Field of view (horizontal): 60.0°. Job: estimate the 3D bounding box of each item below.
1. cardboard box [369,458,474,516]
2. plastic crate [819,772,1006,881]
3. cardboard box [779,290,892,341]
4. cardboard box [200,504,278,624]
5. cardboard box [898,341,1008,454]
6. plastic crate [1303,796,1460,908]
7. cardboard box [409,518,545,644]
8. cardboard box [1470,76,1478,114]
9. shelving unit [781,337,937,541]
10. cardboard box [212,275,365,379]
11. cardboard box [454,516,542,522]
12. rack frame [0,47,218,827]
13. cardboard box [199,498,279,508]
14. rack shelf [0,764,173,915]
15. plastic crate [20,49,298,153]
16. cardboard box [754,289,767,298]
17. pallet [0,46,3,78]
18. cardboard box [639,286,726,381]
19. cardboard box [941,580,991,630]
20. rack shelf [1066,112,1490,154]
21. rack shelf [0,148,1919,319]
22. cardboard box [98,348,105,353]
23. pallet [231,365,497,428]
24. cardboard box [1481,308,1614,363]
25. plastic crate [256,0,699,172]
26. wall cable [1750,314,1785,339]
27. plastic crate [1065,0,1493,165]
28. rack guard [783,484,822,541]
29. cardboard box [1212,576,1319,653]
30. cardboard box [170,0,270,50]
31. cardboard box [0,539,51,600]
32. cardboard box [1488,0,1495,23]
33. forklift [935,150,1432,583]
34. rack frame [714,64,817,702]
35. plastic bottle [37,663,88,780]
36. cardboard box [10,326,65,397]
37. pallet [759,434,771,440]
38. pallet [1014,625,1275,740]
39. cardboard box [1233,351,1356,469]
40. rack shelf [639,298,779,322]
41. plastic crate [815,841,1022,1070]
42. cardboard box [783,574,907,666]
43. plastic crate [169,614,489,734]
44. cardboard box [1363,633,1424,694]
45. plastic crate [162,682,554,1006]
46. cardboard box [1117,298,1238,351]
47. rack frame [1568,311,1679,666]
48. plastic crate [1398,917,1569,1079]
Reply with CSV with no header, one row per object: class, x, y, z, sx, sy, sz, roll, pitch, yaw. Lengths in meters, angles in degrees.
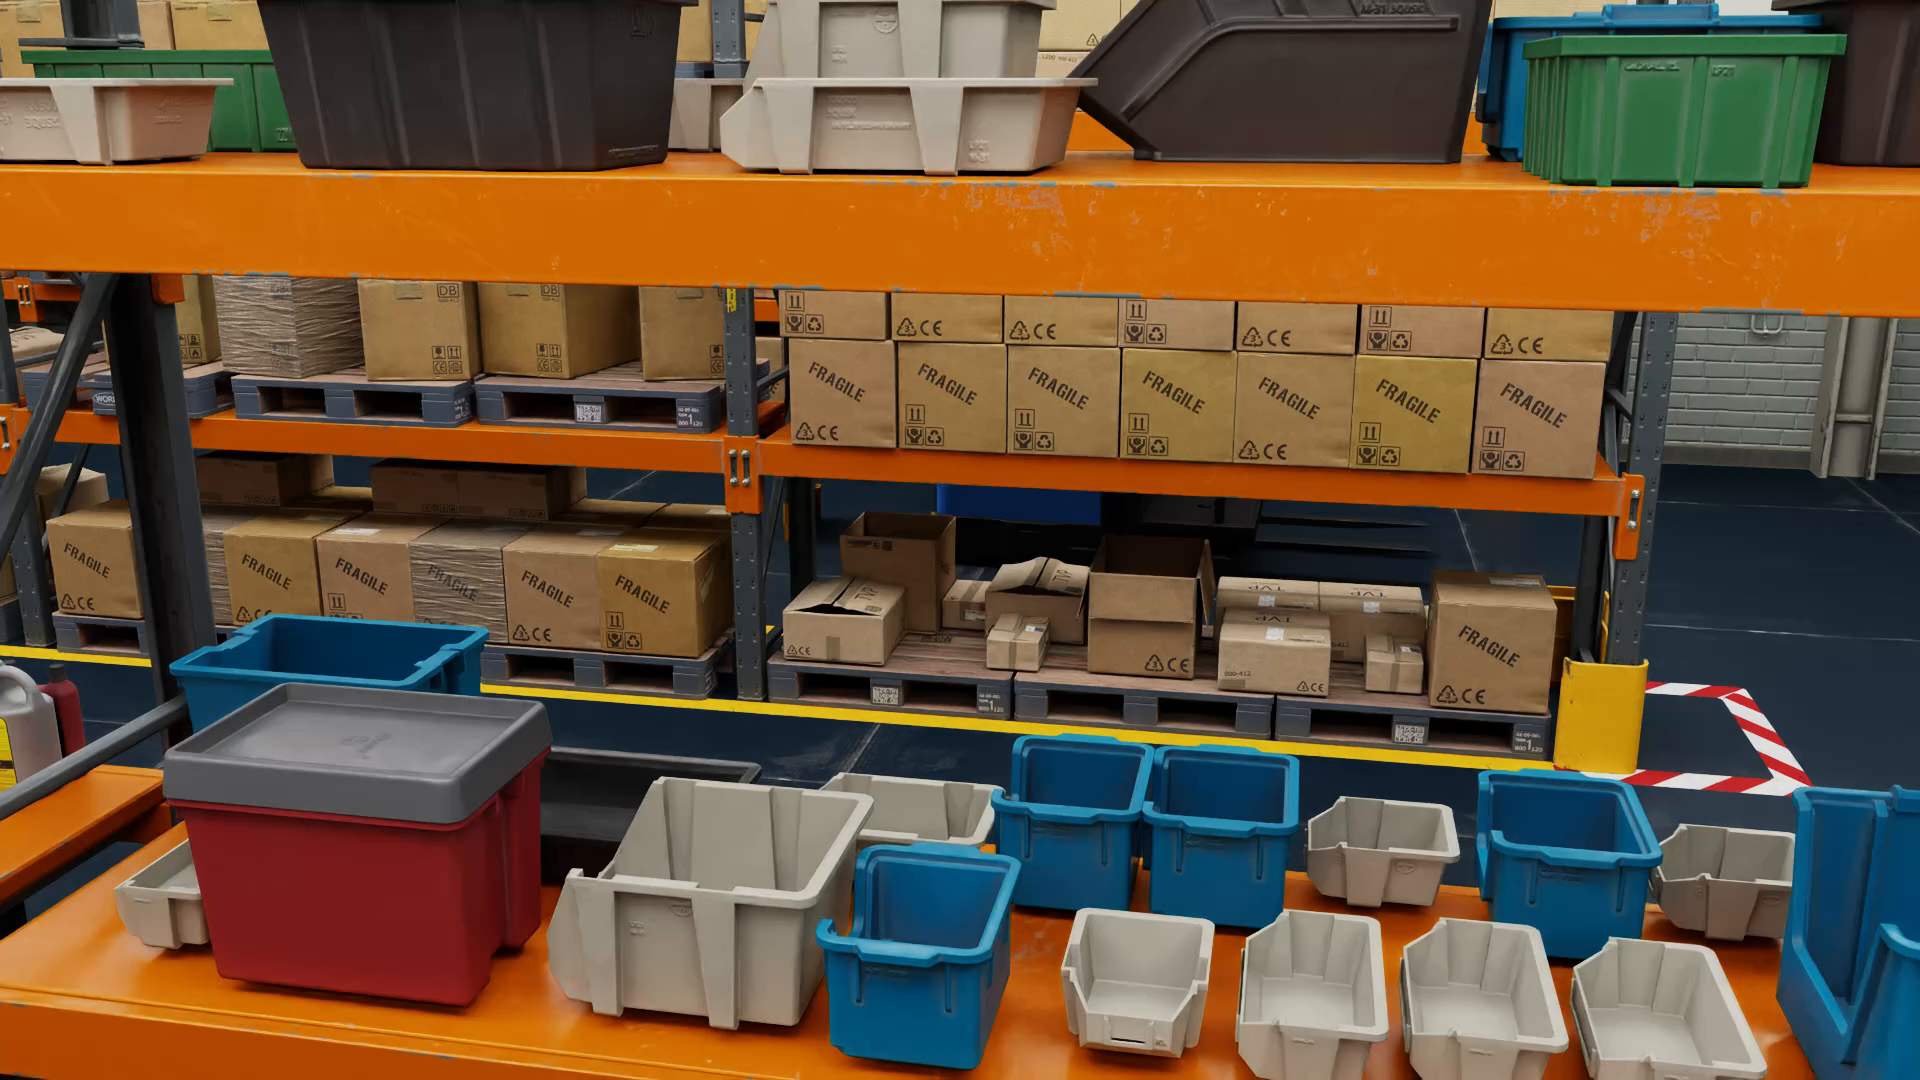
cardboard box,-2.828,-0.323,8.994,0.500,0.250,0.500,3,16,10
plastic crate,-0.155,0.622,3.508,0.466,0.136,0.293,3,16,11
cardboard box,-0.525,-1.217,7.706,0.500,0.500,0.500,4,16,13
cardboard box,-3.947,0.120,8.799,0.500,0.500,0.500,3,16,9
cardboard box,0.017,-0.709,7.745,0.500,0.500,0.500,3,16,12
plastic crate,0.860,0.647,3.419,0.298,0.136,0.250,3,16,11
cardboard box,-2.445,0.201,8.507,0.500,0.500,0.500,3,16,12
cardboard box,1.945,-1.934,7.016,0.500,0.250,0.500,3,16,11
shelving unit,-0.574,-0.763,10.935,1.083,1.500,0.587,4,16,13
cardboard box,-3.353,-1.146,8.537,0.500,0.500,0.700,6,17,22
cardboard box,-2.369,0.064,9.002,0.500,0.500,0.500,3,16,12
rack frame,-1.921,0.510,3.532,0.127,3.000,1.000,3,16,11
cardboard box,-3.887,-0.017,9.294,0.500,0.500,0.500,4,16,13
rack shelf,-3.881,0.750,4.012,4.000,0.370,1.077,3,16,11
plastic crate,-1.446,-0.890,3.364,0.662,0.188,0.450,3,16,11
cardboard box,-1.571,-1.993,13.001,0.250,0.149,0.380,3,16,10
pallet,-2.709,-0.861,3.215,1.003,0.211,1.213,3,16,11
cardboard box,-1.350,-1.120,8.442,0.500,0.500,0.700,-2,16,-8
cardboard box,0.064,0.337,8.674,0.250,0.149,0.380,3,16,11
rack shelf,1.029,-1.778,7.520,4.000,0.370,1.077,3,16,11
rack shelf,0.039,-0.482,2.843,4.000,0.370,1.077,3,16,11
cardboard box,-7.062,-1.480,14.573,0.500,0.500,0.700,4,16,13
pallet,-2.944,-0.804,8.633,1.213,0.211,1.003,3,16,11
cardboard box,2.498,-1.055,7.120,0.500,0.500,0.500,3,16,11
plastic crate,-0.759,-0.735,2.651,0.590,0.269,0.497,3,16,11
wall cable,5.416,-2.538,12.631,1.851,1.984,0.084,3,16,11
plastic crate,0.556,-0.846,2.924,0.767,0.338,0.504,3,16,11
rack guard,-1.059,-0.190,11.211,0.087,0.250,0.587,4,16,13
cardboard box,1.533,0.384,8.313,0.500,0.250,0.500,3,16,11
cardboard box,-3.407,-2.423,8.313,0.500,0.500,0.910,3,16,11
cardboard box,-5.415,0.160,9.159,0.500,0.250,0.500,3,16,12
cardboard box,1.945,-2.174,6.947,0.500,0.250,0.500,3,16,11
forklift,1.414,-1.310,10.231,3.031,2.935,1.130,4,16,13
rack frame,-0.931,-0.786,8.209,0.127,3.000,1.000,3,16,11
plastic bottle,-2.196,0.435,4.020,0.133,0.283,0.061,3,16,11
cardboard box,-5.198,-0.986,9.100,0.500,0.311,0.500,4,16,15
pallet,-1.917,-0.823,13.569,1.213,0.211,1.003,3,16,11
pallet,0.941,0.660,8.216,1.213,0.211,1.003,3,16,11
cardboard box,1.499,-0.628,7.453,0.500,0.500,0.500,3,16,12
rack shelf,-1.907,-1.841,13.368,4.000,0.370,1.077,3,16,11
plastic crate,-0.065,0.732,2.930,0.300,0.233,0.416,3,16,11
cardboard box,-0.562,0.377,8.224,0.500,0.311,0.500,3,16,11
plastic crate,-1.396,0.424,3.758,0.575,0.384,0.392,3,16,11
cardboard box,2.028,0.571,7.795,0.250,0.166,0.380,3,16,11
plastic crate,-1.096,0.563,3.107,0.583,0.464,0.402,3,16,11
cardboard box,0.991,-1.135,7.410,0.500,0.500,0.500,4,16,13
rack frame,2.989,-0.573,7.441,0.127,3.000,1.000,3,16,11
plastic crate,0.882,0.806,2.846,0.243,0.136,0.396,3,16,11
